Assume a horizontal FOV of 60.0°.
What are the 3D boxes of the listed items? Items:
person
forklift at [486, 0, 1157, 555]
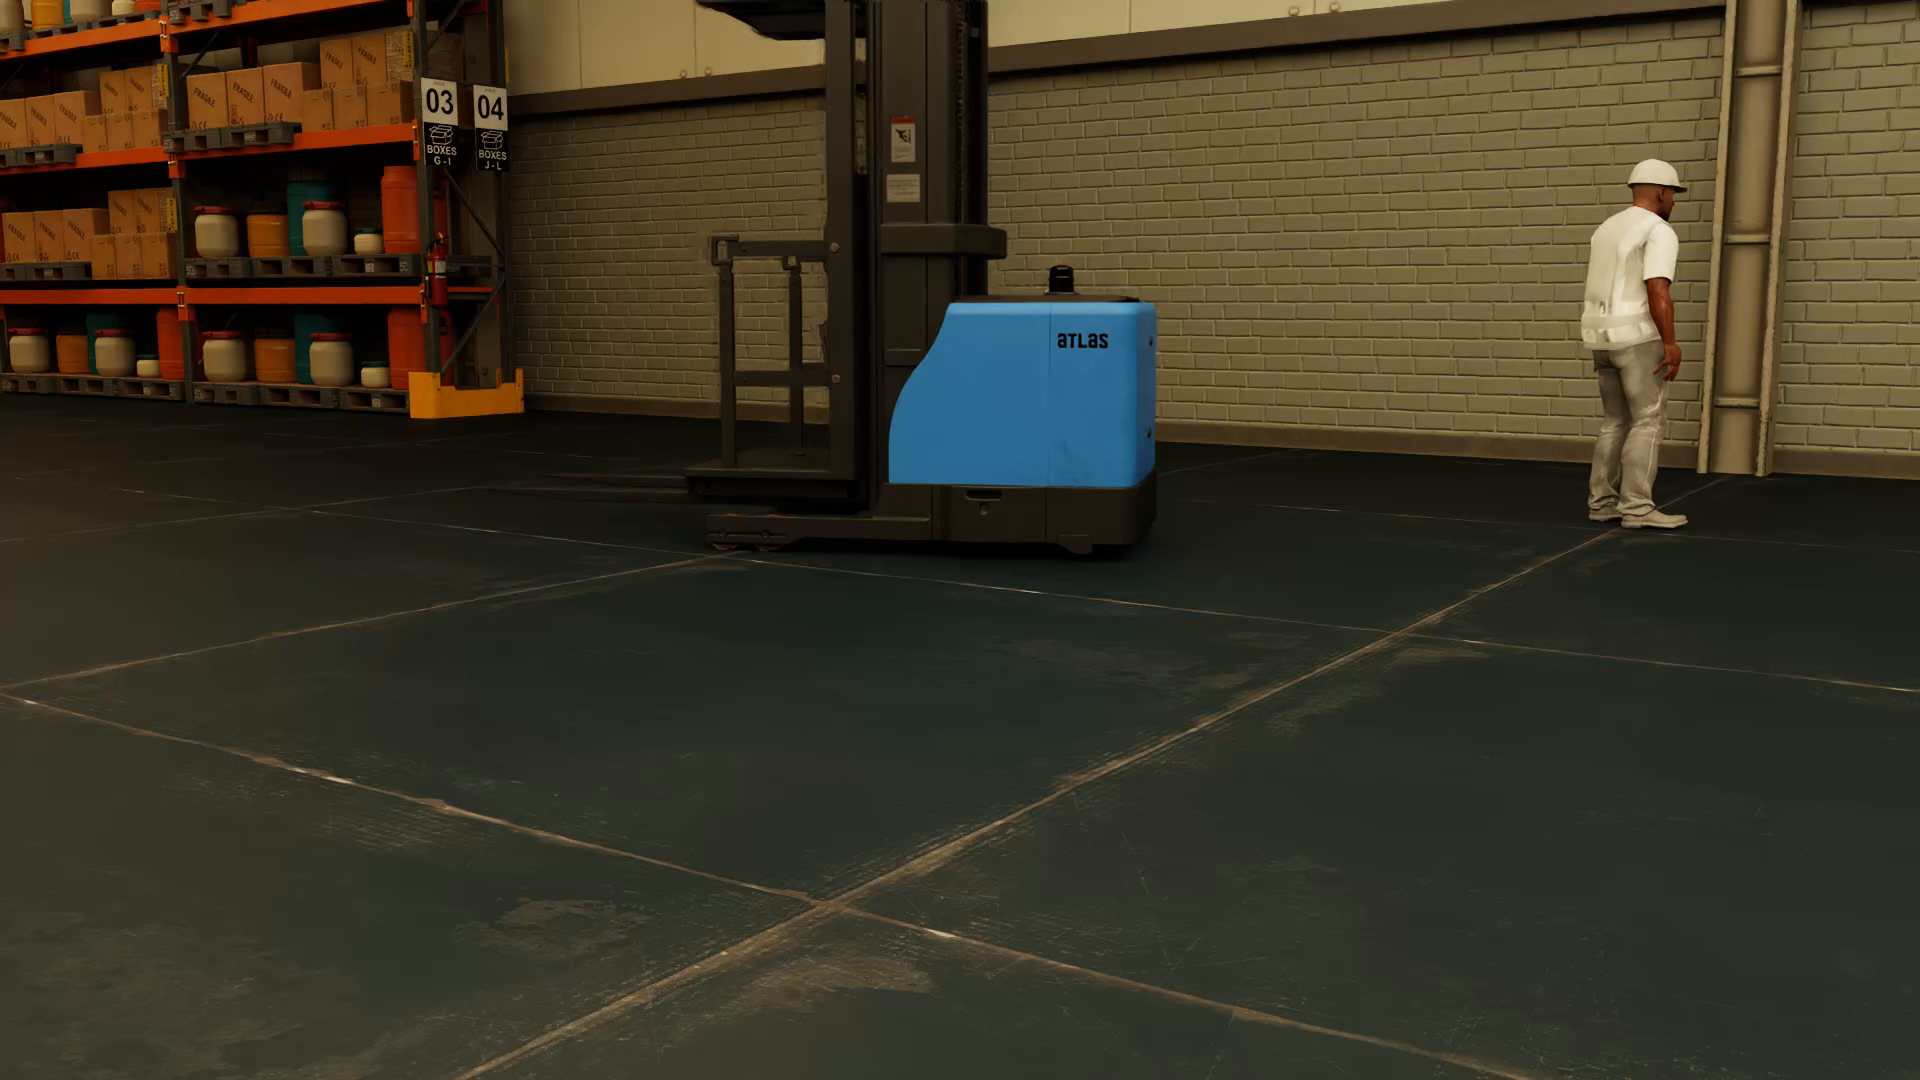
[{"bbox_3d":[3.277,-0.953,8.069,0.463,1.759,0.626,-2,8,-11],"label":"person"},{"bbox_3d":[-0.645,-1.470,7.530,3.031,2.935,1.130,2,8,12],"label":"forklift"}]
